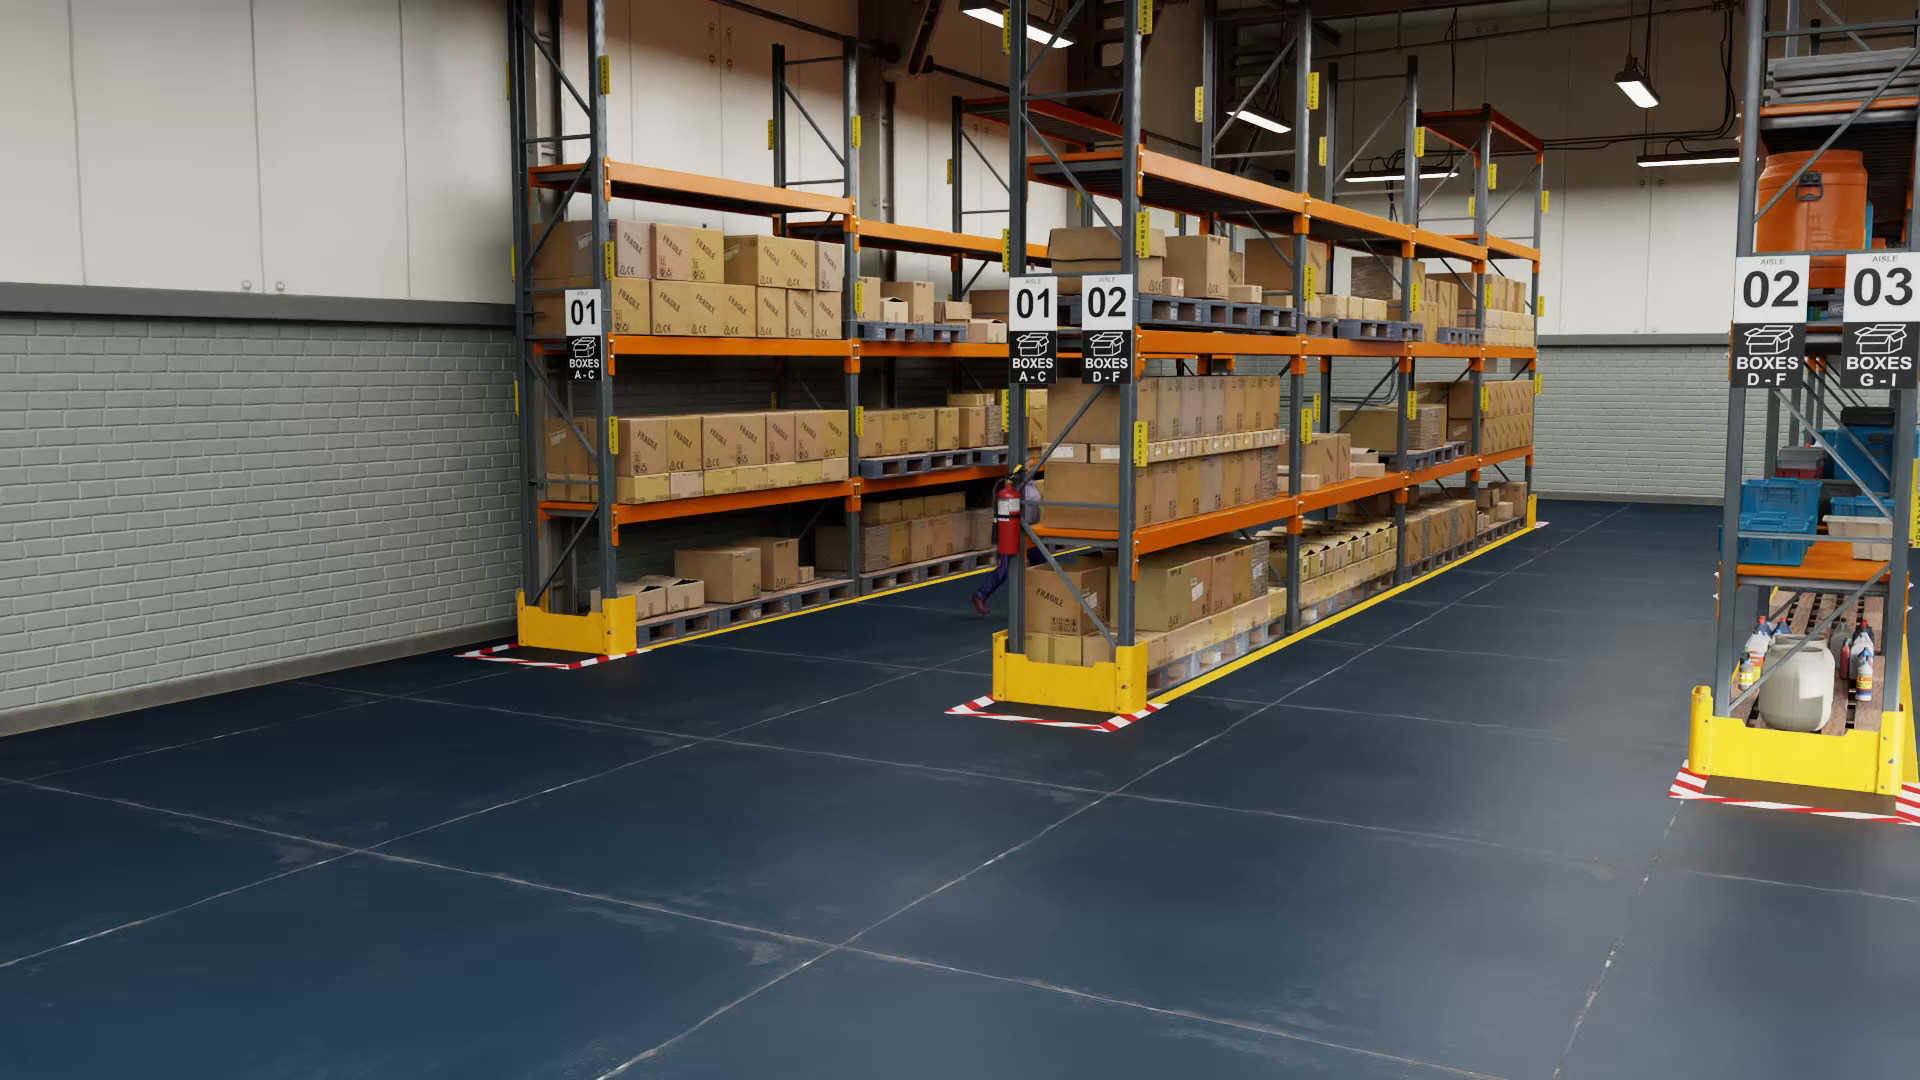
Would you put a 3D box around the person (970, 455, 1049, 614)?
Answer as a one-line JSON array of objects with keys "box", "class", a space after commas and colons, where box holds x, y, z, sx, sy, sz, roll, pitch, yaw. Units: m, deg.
[{"box": [0.584, -0.042, 16.921, 0.788, 1.600, 0.846, 3, 7, 25], "class": "person"}]
